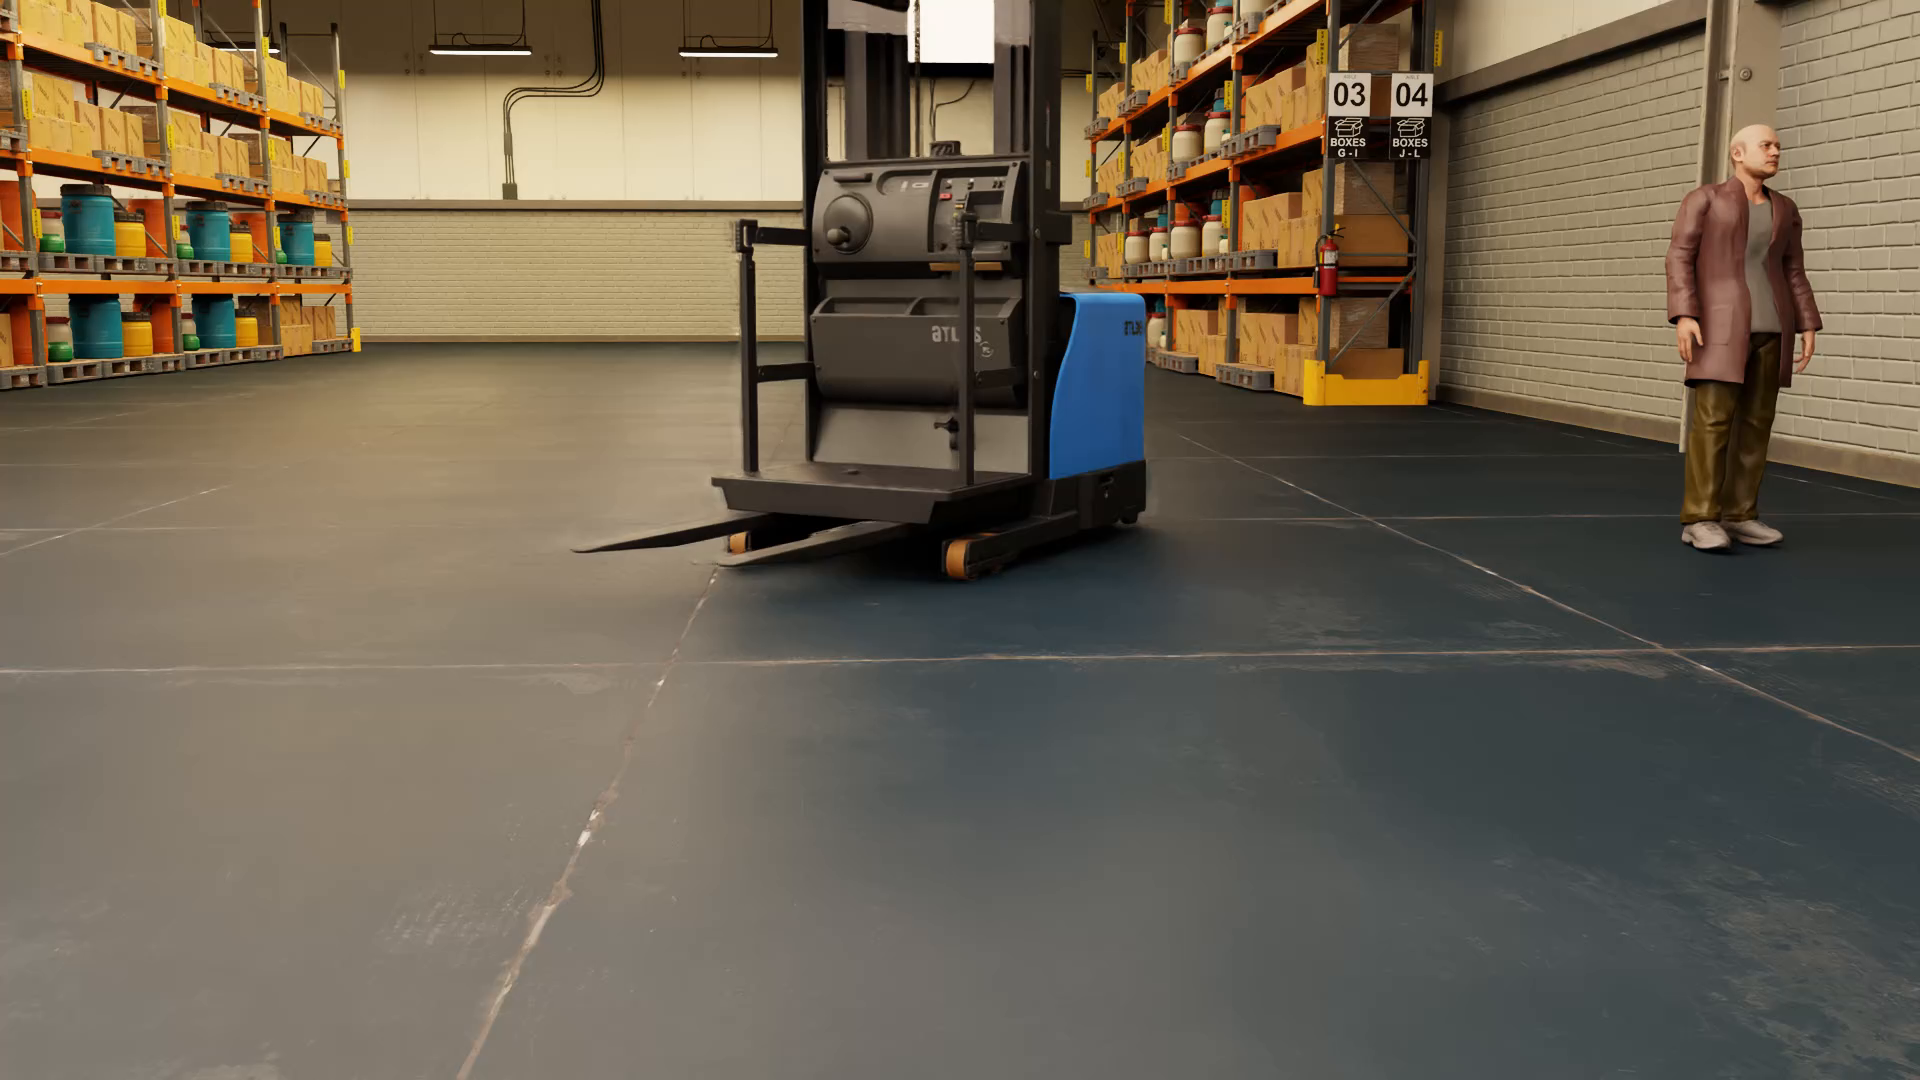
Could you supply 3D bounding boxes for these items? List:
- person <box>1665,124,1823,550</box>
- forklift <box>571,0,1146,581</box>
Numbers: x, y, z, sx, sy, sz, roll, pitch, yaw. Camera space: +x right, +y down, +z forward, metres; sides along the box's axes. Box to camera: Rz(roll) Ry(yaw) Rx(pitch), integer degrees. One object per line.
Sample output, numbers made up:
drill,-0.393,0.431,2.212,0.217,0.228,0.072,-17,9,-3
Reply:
person,3.377,-0.868,7.057,0.696,1.777,0.583,-1,9,-9
forklift,-0.284,-1.368,6.541,1.130,2.935,3.031,5,10,28
